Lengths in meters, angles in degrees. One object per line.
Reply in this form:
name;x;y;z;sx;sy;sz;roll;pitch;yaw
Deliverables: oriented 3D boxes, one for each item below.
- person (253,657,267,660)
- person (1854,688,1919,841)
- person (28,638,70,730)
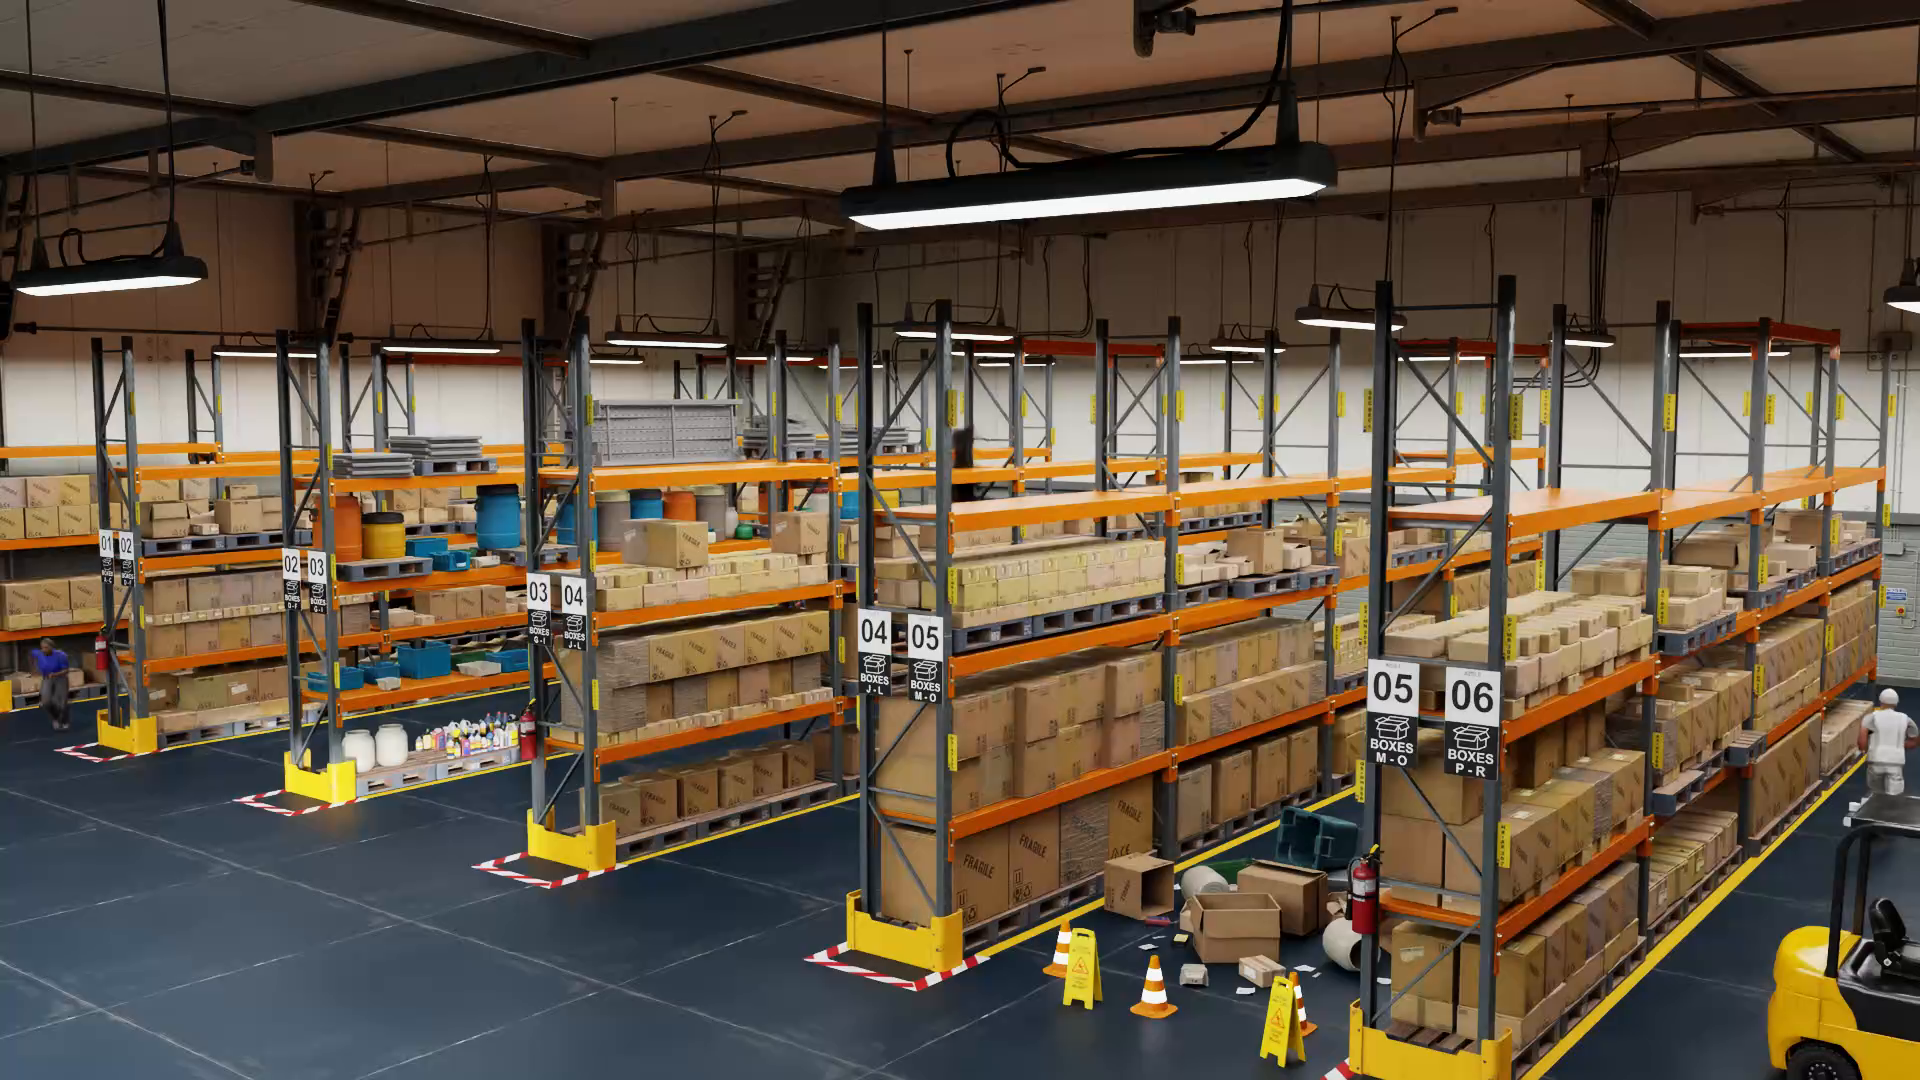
person;-12.015;1.801;28.735;0.697;1.742;0.939;1;5;12
person;10.746;2.619;19.280;0.672;1.748;0.914;2;6;26
person;-13.899;2.203;25.413;0.613;1.488;0.890;-1;5;-12
